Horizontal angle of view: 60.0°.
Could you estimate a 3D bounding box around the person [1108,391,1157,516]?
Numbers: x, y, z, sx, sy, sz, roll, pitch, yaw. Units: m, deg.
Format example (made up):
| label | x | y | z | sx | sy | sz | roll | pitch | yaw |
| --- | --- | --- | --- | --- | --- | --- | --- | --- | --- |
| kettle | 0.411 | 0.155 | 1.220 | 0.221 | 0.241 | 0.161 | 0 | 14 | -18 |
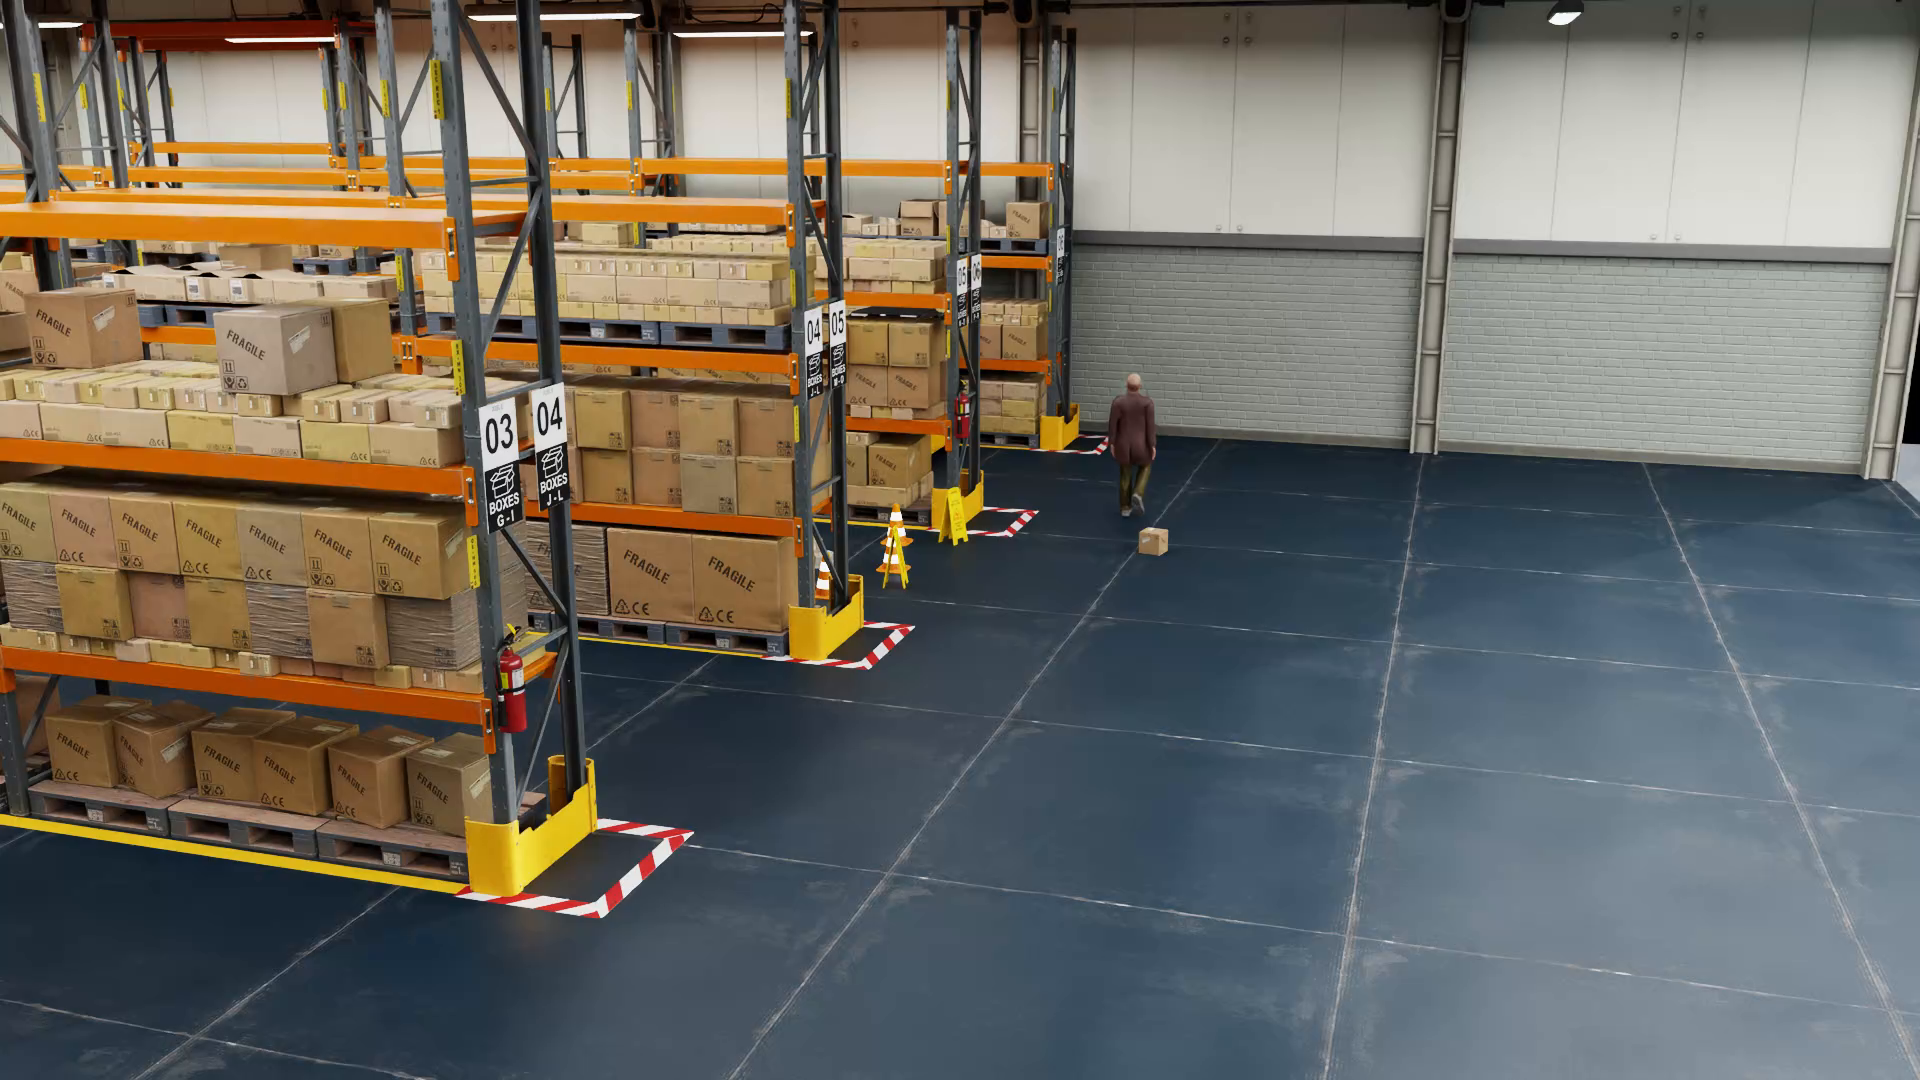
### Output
| label | x | y | z | sx | sy | sz | roll | pitch | yaw |
| --- | --- | --- | --- | --- | --- | --- | --- | --- | --- |
| person | 2.121 | -1.075 | 20.437 | 0.606 | 1.570 | 0.509 | 3 | 15 | 11 |
